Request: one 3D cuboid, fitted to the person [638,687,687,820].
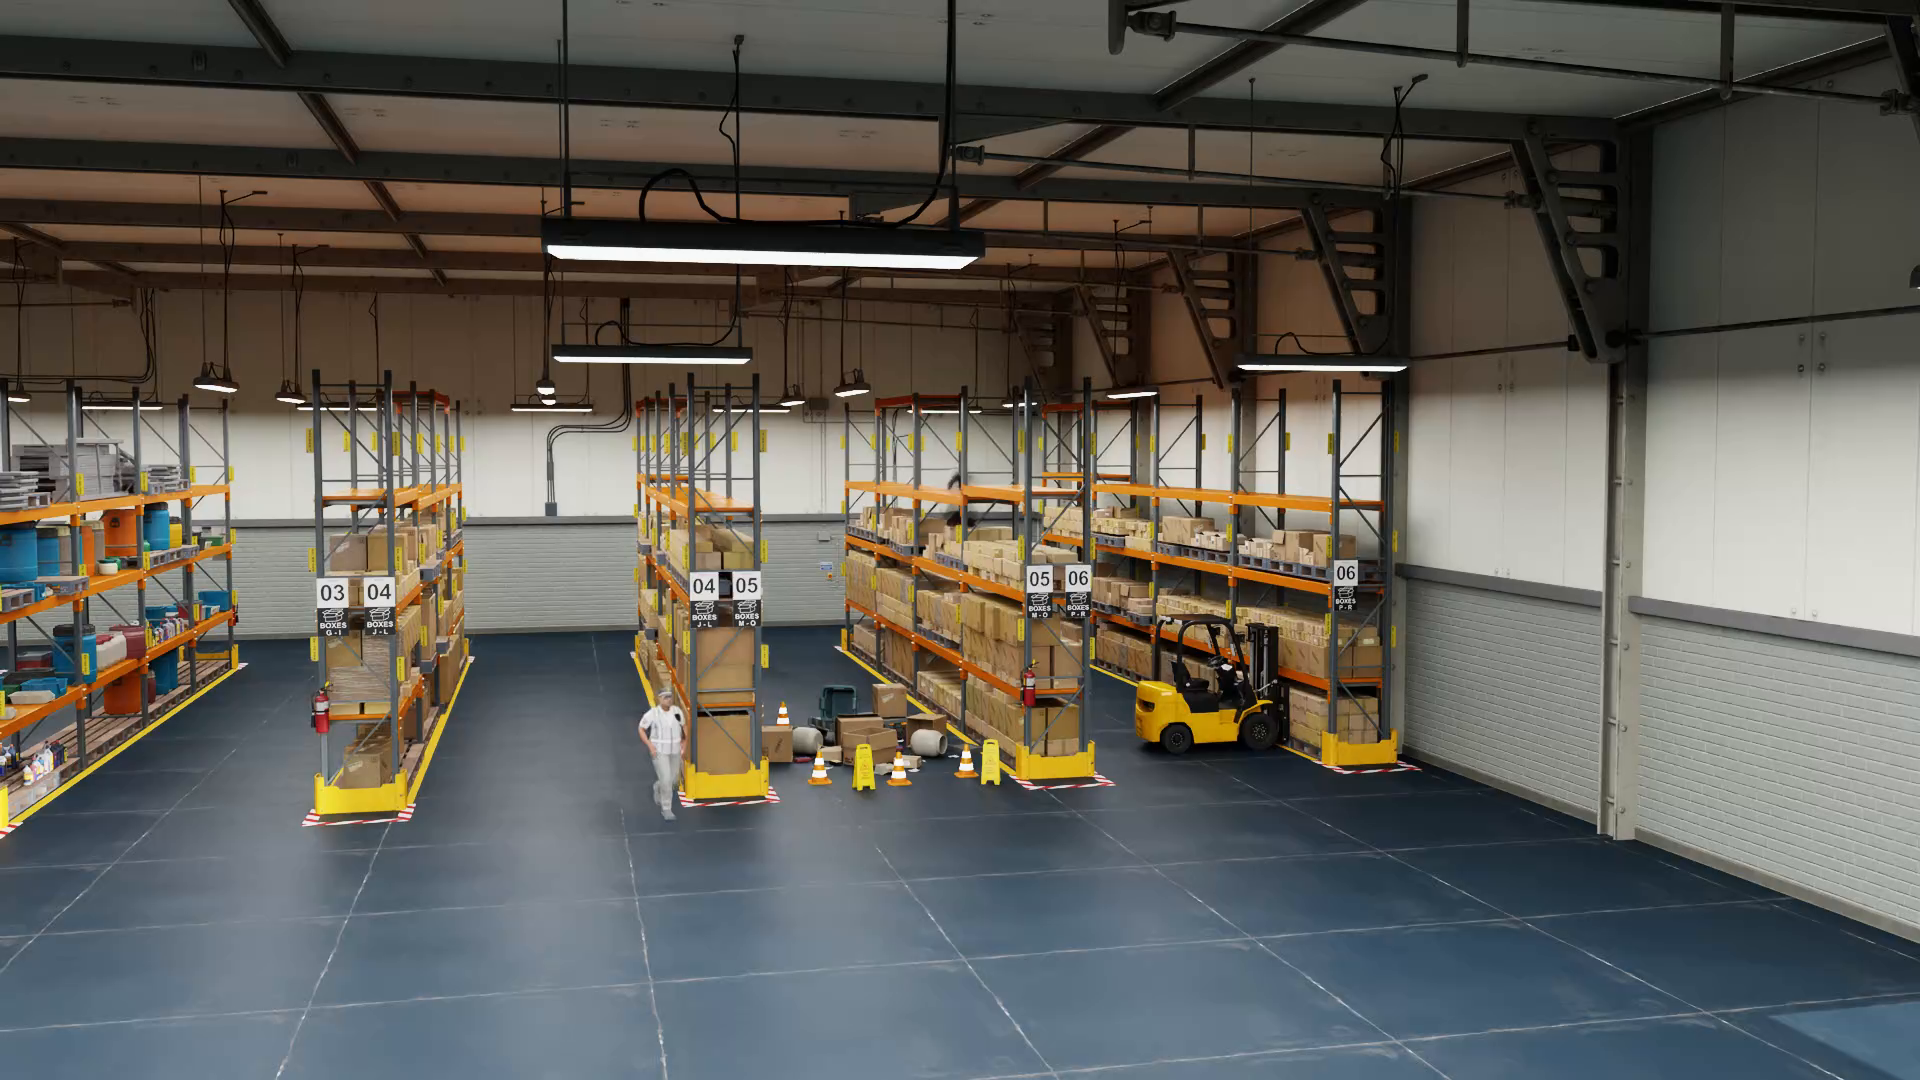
[{"bbox_3d":[-4.007,2.845,22.473,0.690,1.769,0.784,-3,4,-38],"label":"person"}]
